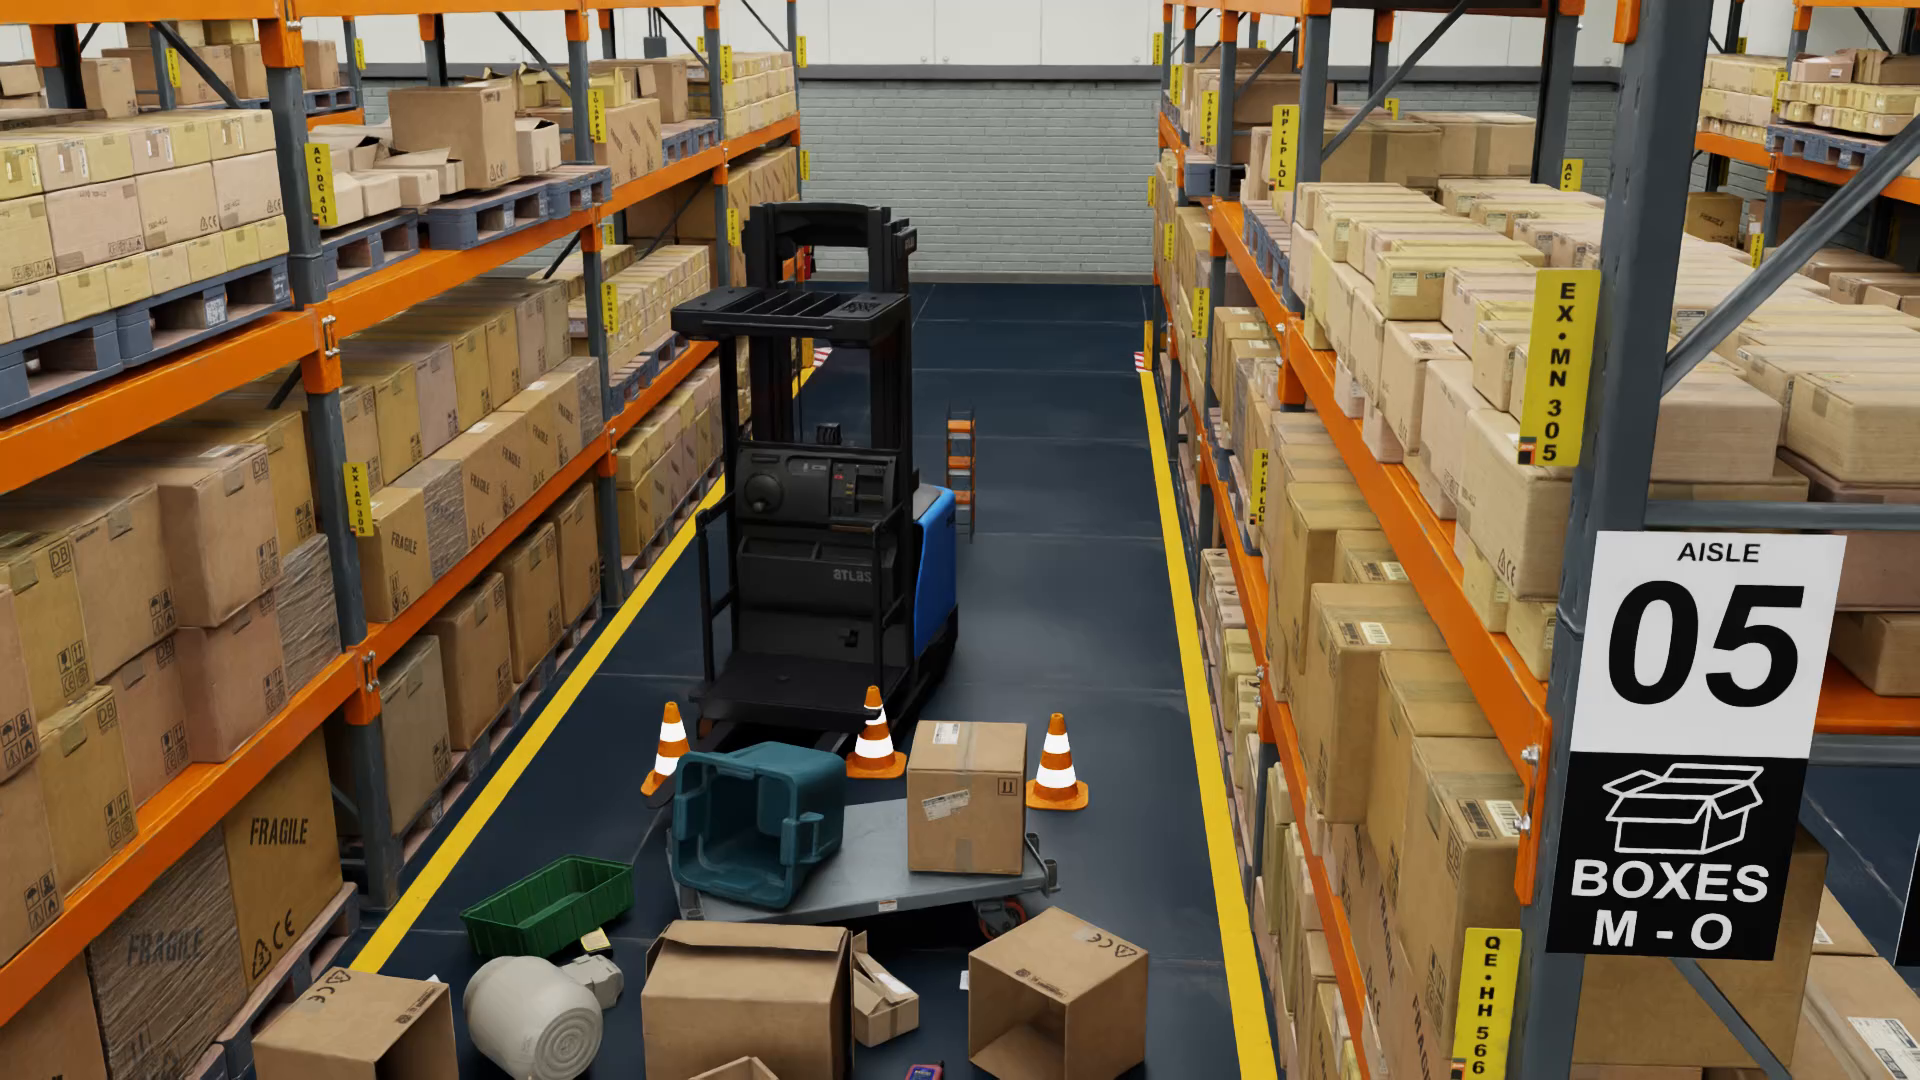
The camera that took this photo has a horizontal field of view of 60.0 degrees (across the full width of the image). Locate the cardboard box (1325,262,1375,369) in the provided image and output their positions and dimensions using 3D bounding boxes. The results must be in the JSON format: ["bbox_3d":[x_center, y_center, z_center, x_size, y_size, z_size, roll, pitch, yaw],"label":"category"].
[{"bbox_3d":[1.435,-0.706,5.206,0.500,0.250,0.500,1,18,4],"label":"cardboard box"}]

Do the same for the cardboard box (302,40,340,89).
[{"bbox_3d":[-7.191,-5.162,18.046,0.700,0.500,0.500,0,18,1],"label":"cardboard box"}]

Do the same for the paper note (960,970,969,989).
[{"bbox_3d":[0.077,1.881,7.134,0.148,0.019,0.142,1,18,4],"label":"paper note"}]

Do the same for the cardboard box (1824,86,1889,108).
[{"bbox_3d":[6.882,-3.400,12.756,0.380,0.149,0.250,1,18,3],"label":"cardboard box"}]

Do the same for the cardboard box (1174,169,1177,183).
[{"bbox_3d":[2.249,-3.470,15.889,0.380,0.149,0.250,1,18,3],"label":"cardboard box"}]

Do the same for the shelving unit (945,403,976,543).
[{"bbox_3d":[0.004,-0.516,12.810,0.215,1.050,0.252,1,18,4],"label":"shelving unit"}]

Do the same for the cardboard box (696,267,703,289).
[{"bbox_3d":[-2.404,-2.232,14.169,0.380,0.149,0.250,1,18,4],"label":"cardboard box"}]

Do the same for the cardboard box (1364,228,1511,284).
[{"bbox_3d":[1.430,-0.845,4.991,0.380,0.149,0.250,1,18,3],"label":"cardboard box"}]

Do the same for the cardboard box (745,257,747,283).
[{"bbox_3d":[-2.239,-2.711,15.741,0.500,0.500,0.500,1,18,4],"label":"cardboard box"}]

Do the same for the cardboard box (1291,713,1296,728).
[{"bbox_3d":[1.508,0.633,6.577,0.380,0.149,0.250,2,18,6],"label":"cardboard box"}]

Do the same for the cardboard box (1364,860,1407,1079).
[{"bbox_3d":[1.334,1.067,4.212,0.500,0.500,0.500,1,18,4],"label":"cardboard box"}]

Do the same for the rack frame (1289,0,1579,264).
[{"bbox_3d":[1.817,-2.507,6.123,1.000,3.000,0.127,1,18,4],"label":"rack frame"}]

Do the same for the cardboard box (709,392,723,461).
[{"bbox_3d":[-2.356,-0.996,14.487,0.500,0.500,0.500,1,18,3],"label":"cardboard box"}]

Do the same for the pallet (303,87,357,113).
[{"bbox_3d":[-7.250,-4.757,17.949,1.003,0.211,1.213,1,18,4],"label":"pallet"}]

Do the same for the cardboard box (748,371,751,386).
[{"bbox_3d":[-2.234,-1.638,16.530,0.380,0.149,0.250,2,18,6],"label":"cardboard box"}]

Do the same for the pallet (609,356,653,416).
[{"bbox_3d":[-2.896,-1.110,11.803,1.213,0.211,1.003,1,18,4],"label":"pallet"}]

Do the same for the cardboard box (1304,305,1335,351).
[{"bbox_3d":[1.473,-0.791,6.106,0.380,0.149,0.250,1,18,4],"label":"cardboard box"}]

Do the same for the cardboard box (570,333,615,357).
[{"bbox_3d":[-2.606,-1.345,11.462,0.380,0.149,0.250,2,18,6],"label":"cardboard box"}]

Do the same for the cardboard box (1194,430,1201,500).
[{"bbox_3d":[2.368,-0.856,13.456,0.875,0.875,0.875,2,18,6],"label":"cardboard box"}]

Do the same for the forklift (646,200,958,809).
[{"bbox_3d":[-0.862,-0.299,9.128,1.130,2.935,3.031,4,19,13],"label":"forklift"}]

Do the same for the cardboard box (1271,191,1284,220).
[{"bbox_3d":[1.793,-1.710,8.074,0.500,0.250,0.500,2,18,5],"label":"cardboard box"}]

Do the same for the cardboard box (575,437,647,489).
[{"bbox_3d":[-2.550,-0.555,11.934,0.500,0.250,0.500,0,18,1],"label":"cardboard box"}]

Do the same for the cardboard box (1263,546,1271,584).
[{"bbox_3d":[1.578,0.097,7.538,0.380,0.149,0.250,2,18,5],"label":"cardboard box"}]

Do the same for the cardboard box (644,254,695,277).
[{"bbox_3d":[-2.427,-2.290,13.869,0.380,0.149,0.250,1,18,2],"label":"cardboard box"}]

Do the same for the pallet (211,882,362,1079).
[{"bbox_3d":[-3.261,1.824,7.018,1.003,0.211,1.213,1,18,4],"label":"pallet"}]

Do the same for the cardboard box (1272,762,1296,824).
[{"bbox_3d":[1.436,1.001,6.547,0.380,0.149,0.250,2,18,5],"label":"cardboard box"}]

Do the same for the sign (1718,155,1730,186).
[{"bbox_3d":[8.180,-3.956,17.811,0.100,0.325,0.005,1,18,4],"label":"sign"}]

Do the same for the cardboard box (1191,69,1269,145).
[{"bbox_3d":[1.940,-3.125,11.991,0.500,0.500,0.500,1,18,4],"label":"cardboard box"}]

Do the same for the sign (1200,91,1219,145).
[{"bbox_3d":[1.550,-2.622,10.334,0.100,0.325,0.005,1,18,4],"label":"sign"}]

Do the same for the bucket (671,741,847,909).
[{"bbox_3d":[-0.838,1.191,7.286,0.726,0.611,0.620,8,10,23],"label":"bucket"}]

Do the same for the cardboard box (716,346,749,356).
[{"bbox_3d":[-2.242,-1.859,16.728,0.380,0.149,0.250,1,18,2],"label":"cardboard box"}]

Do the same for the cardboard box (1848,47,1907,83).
[{"bbox_3d":[7.388,-3.826,13.391,0.396,0.266,0.258,1,18,3],"label":"cardboard box"}]

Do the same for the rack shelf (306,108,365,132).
[{"bbox_3d":[-7.351,-4.067,16.856,1.077,0.370,4.000,1,18,4],"label":"rack shelf"}]

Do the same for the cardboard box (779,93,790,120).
[{"bbox_3d":[-2.066,-4.511,17.296,0.500,0.250,0.500,1,18,4],"label":"cardboard box"}]

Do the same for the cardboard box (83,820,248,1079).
[{"bbox_3d":[-3.304,1.548,6.118,0.875,0.875,0.875,1,18,4],"label":"cardboard box"}]

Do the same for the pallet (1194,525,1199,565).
[{"bbox_3d":[2.235,0.183,12.025,1.003,0.211,1.213,1,18,4],"label":"pallet"}]

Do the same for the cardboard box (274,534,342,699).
[{"bbox_3d":[-3.142,0.308,6.925,0.875,0.550,0.550,1,18,4],"label":"cardboard box"}]

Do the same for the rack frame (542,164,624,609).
[{"bbox_3d":[-2.841,-0.978,11.090,1.000,3.000,0.127,1,18,4],"label":"rack frame"}]

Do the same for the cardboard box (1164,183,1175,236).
[{"bbox_3d":[2.220,-3.132,15.898,0.500,0.500,0.500,2,18,5],"label":"cardboard box"}]

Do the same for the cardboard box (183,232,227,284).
[{"bbox_3d":[-2.870,-1.010,5.939,0.380,0.149,0.250,2,18,5],"label":"cardboard box"}]

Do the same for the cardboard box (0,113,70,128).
[{"bbox_3d":[-3.510,-1.483,6.102,0.380,0.149,0.250,1,18,3],"label":"cardboard box"}]

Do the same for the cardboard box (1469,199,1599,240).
[{"bbox_3d":[1.962,-1.077,5.698,0.380,0.149,0.250,2,18,5],"label":"cardboard box"}]

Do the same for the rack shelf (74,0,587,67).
[{"bbox_3d":[-2.985,-2.676,8.435,1.077,0.370,4.000,1,18,4],"label":"rack shelf"}]

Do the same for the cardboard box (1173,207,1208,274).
[{"bbox_3d":[2.072,-2.534,14.071,0.500,0.500,0.500,1,18,5],"label":"cardboard box"}]

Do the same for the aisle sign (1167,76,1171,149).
[{"bbox_3d":[2.393,-4.648,18.115,0.394,0.787,0.004,1,18,4],"label":"aisle sign"}]

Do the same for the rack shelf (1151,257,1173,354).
[{"bbox_3d":[2.533,-2.420,16.648,1.077,0.370,4.000,1,18,4],"label":"rack shelf"}]

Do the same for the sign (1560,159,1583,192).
[{"bbox_3d":[2.358,-1.318,6.480,0.100,0.325,0.005,1,18,4],"label":"sign"}]

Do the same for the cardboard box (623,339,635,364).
[{"bbox_3d":[-2.570,-1.360,11.984,0.380,0.149,0.250,2,18,7],"label":"cardboard box"}]

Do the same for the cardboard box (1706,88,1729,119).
[{"bbox_3d":[7.201,-4.003,15.268,0.500,0.250,0.500,2,18,5],"label":"cardboard box"}]

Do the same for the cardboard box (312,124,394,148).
[{"bbox_3d":[-3.185,-2.073,8.923,0.500,0.311,0.500,1,18,3],"label":"cardboard box"}]

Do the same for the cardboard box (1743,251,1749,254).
[{"bbox_3d":[7.714,-2.565,15.698,0.500,0.250,0.500,2,18,5],"label":"cardboard box"}]

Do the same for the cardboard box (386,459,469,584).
[{"bbox_3d":[-2.786,-0.097,8.242,0.500,0.500,0.500,1,18,4],"label":"cardboard box"}]

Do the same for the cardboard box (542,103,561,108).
[{"bbox_3d":[-3.031,-2.789,11.641,0.500,0.500,0.500,1,18,4],"label":"cardboard box"}]

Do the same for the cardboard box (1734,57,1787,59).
[{"bbox_3d":[7.810,-4.541,16.106,0.500,0.250,0.500,1,18,4],"label":"cardboard box"}]

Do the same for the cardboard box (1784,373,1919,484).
[{"bbox_3d":[1.759,-0.205,3.037,0.380,0.149,0.250,1,18,4],"label":"cardboard box"}]

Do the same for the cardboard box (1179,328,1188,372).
[{"bbox_3d":[1.962,-1.464,12.816,0.500,0.250,0.500,1,18,3],"label":"cardboard box"}]

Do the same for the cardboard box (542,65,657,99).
[{"bbox_3d":[-2.796,-3.417,12.878,0.797,0.503,0.637,1,18,3],"label":"cardboard box"}]

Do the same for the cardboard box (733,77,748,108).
[{"bbox_3d":[-2.240,-4.111,15.272,0.500,0.250,0.500,1,18,4],"label":"cardboard box"}]
